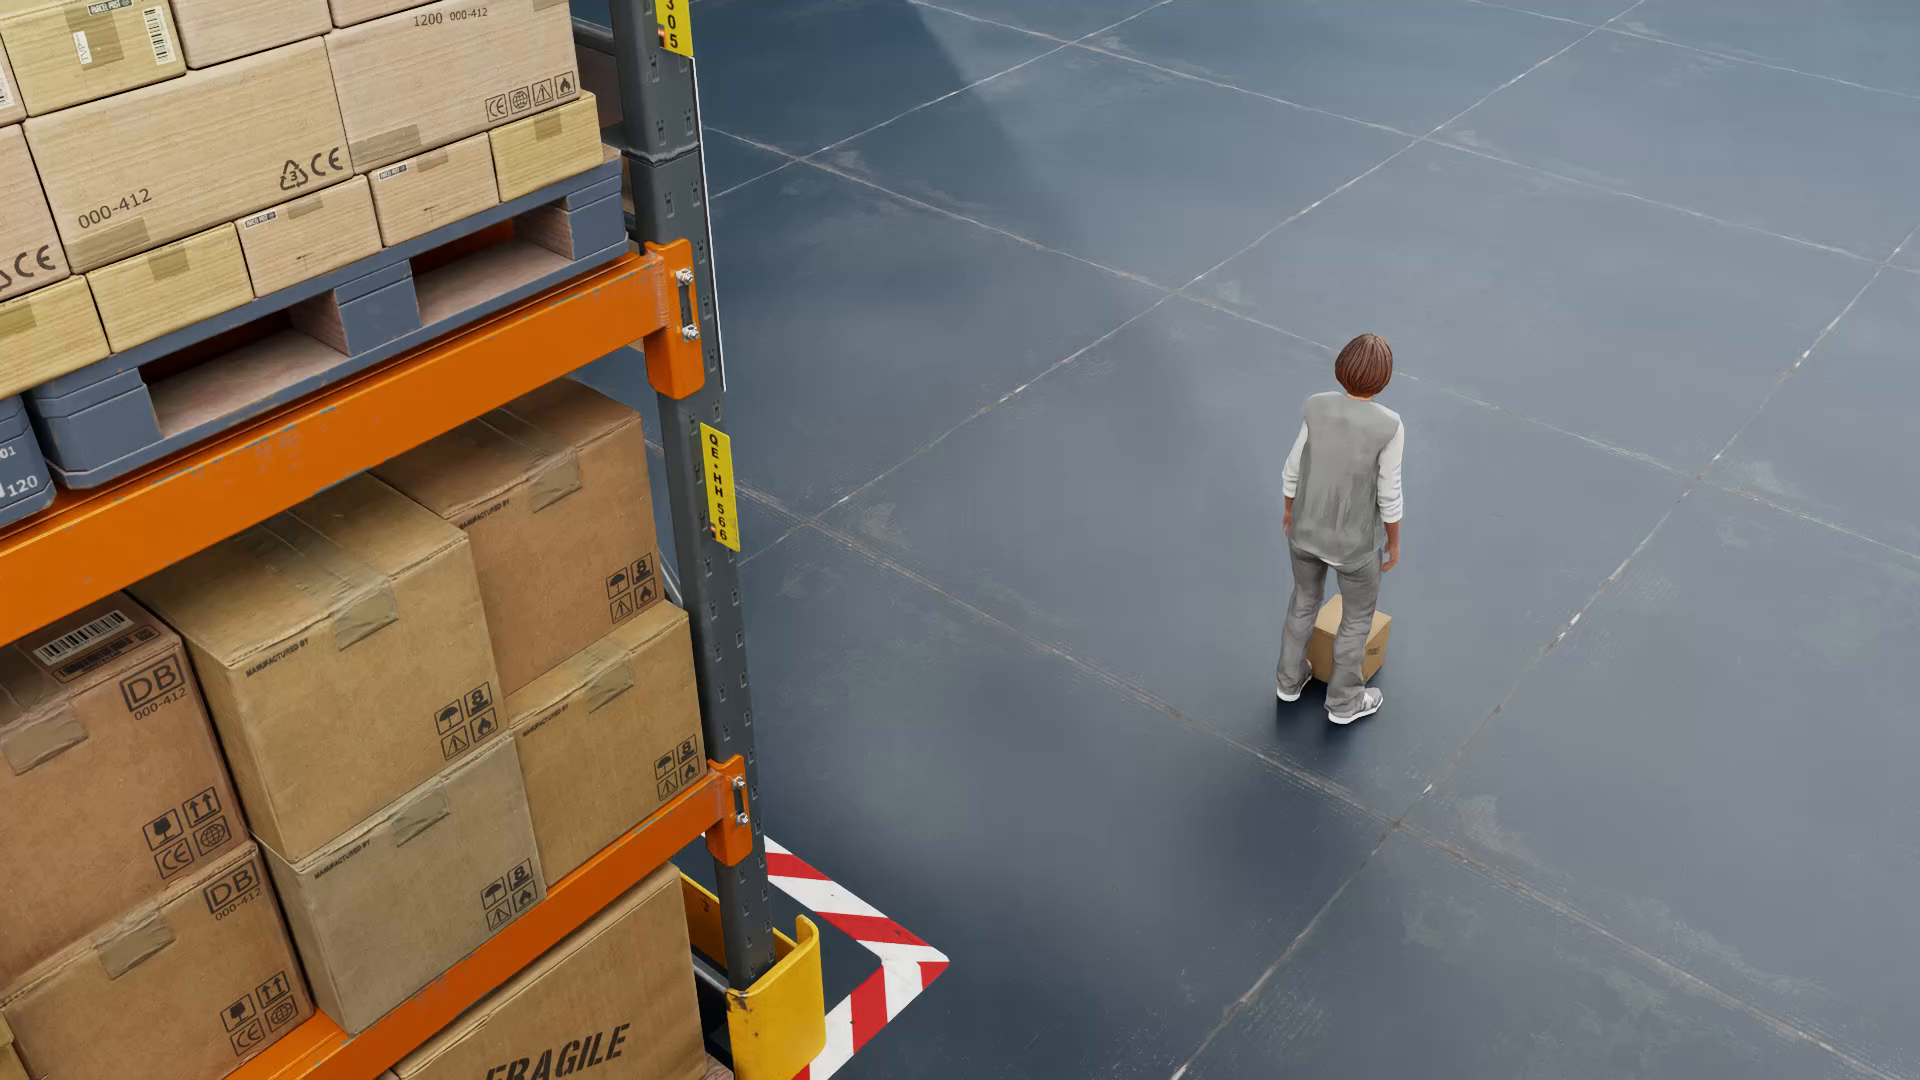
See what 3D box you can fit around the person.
[{"bbox_3d":[1.410,-0.019,6.182,0.485,1.593,0.342,23,42,29],"label":"person"}]
